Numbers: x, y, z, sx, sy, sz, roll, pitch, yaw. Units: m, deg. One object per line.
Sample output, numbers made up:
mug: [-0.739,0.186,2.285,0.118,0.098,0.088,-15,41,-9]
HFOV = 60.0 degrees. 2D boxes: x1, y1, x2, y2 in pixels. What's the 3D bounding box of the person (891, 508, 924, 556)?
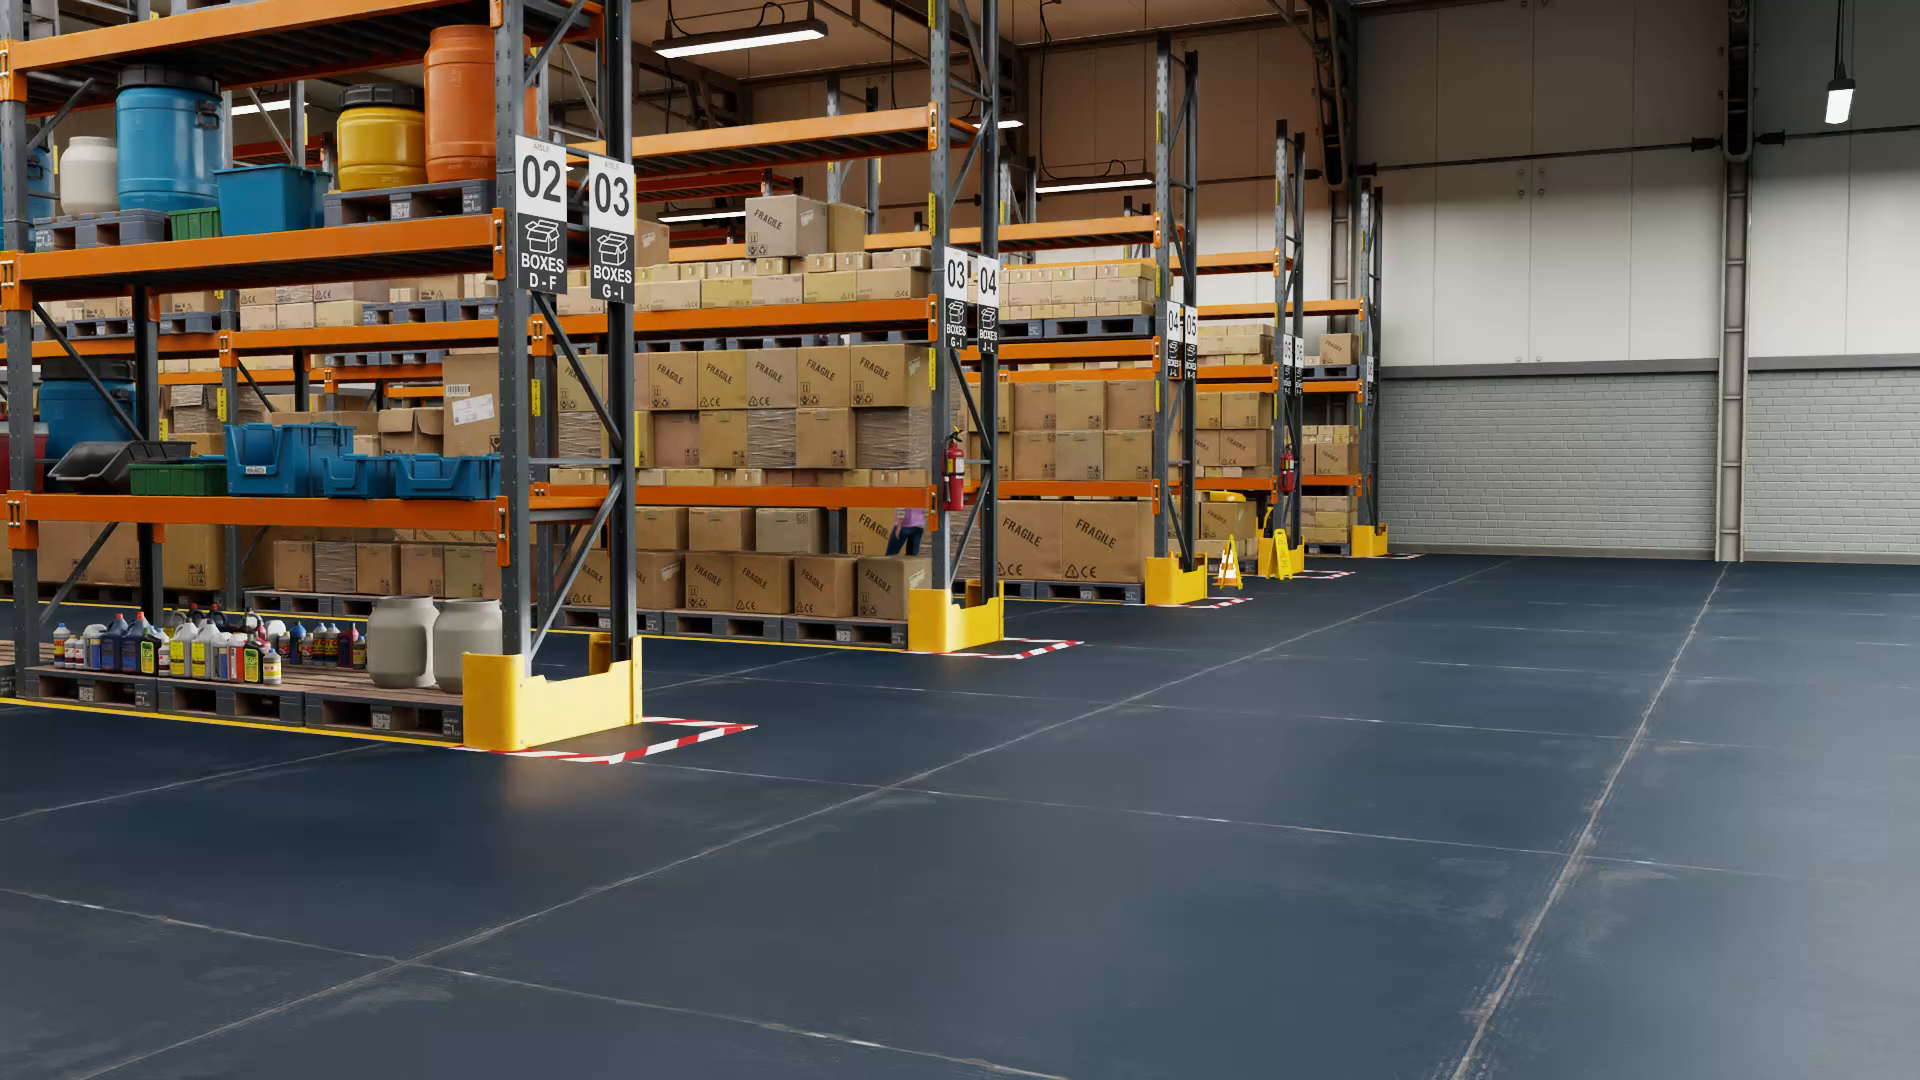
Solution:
person: [-0.554,-0.110,17.736,0.301,1.583,0.407,1,3,27]
